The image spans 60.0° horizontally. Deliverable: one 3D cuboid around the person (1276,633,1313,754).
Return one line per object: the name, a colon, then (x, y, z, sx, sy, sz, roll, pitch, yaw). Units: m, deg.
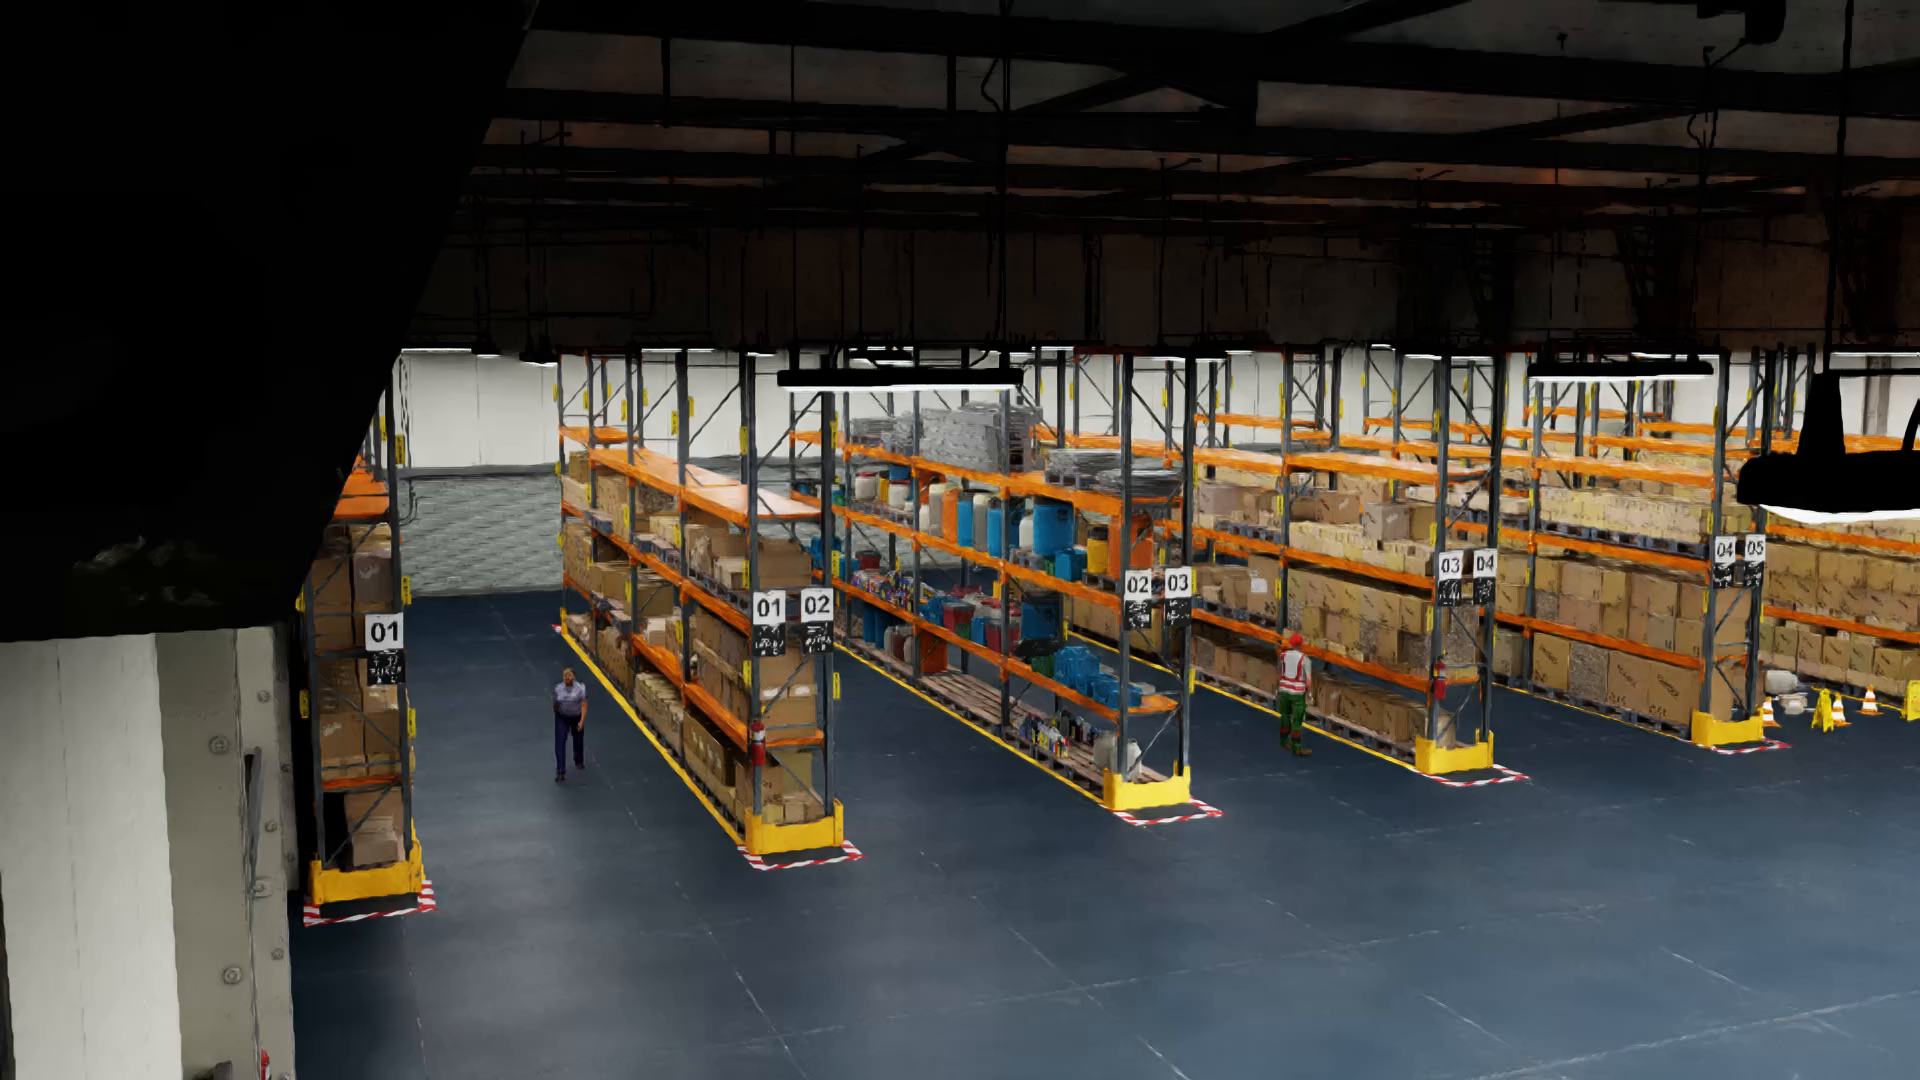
person: (5.013, 2.270, 24.881, 0.629, 1.794, 0.466, 6, 10, 40)

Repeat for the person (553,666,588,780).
person: (-5.509, 2.551, 23.554, 0.477, 1.580, 1.003, -2, 7, -12)

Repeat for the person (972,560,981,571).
person: (0.296, 0.092, 42.893, 0.527, 1.594, 0.935, 0, 7, 0)
